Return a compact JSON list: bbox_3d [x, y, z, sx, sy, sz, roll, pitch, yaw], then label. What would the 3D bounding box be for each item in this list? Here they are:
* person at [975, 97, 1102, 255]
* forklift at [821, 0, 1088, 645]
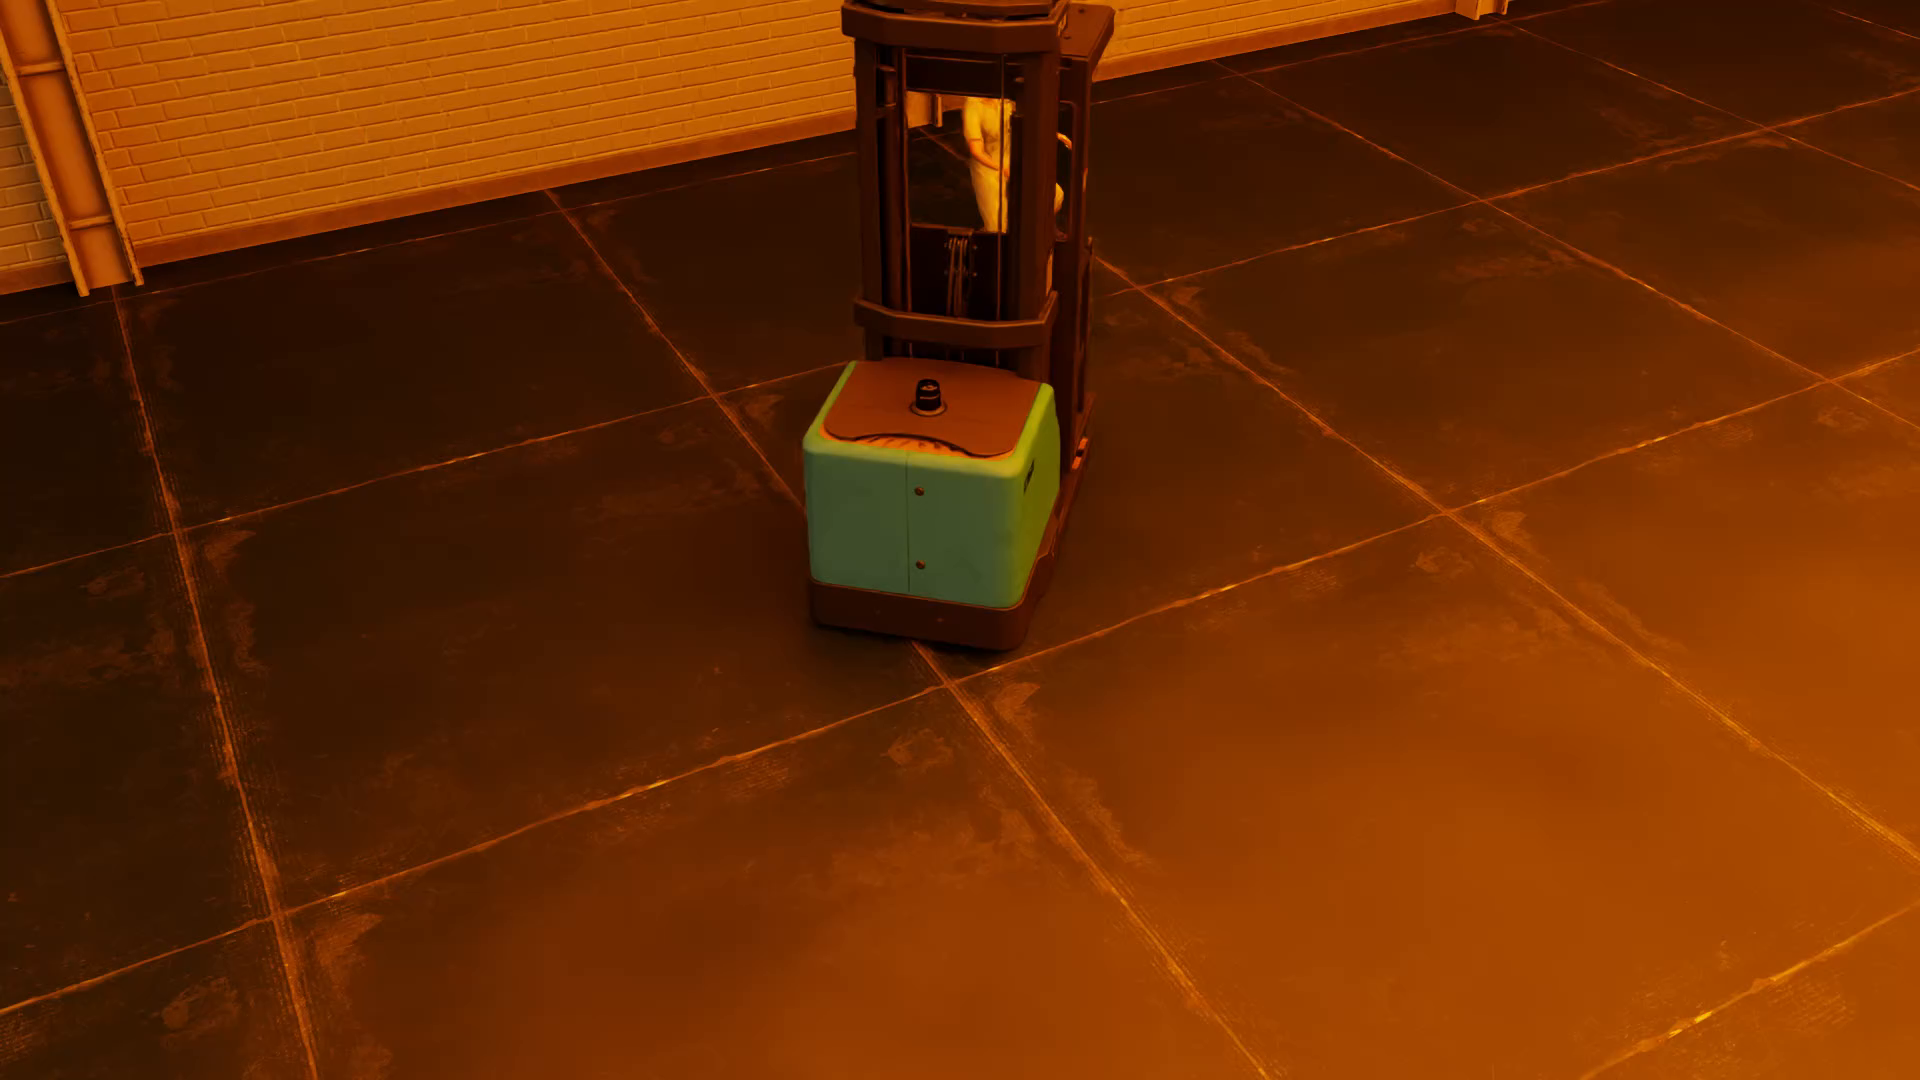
[{"bbox_3d":[0.409,-2.358,10.745,0.958,1.446,0.679,-22,41,-28],"label":"person"},{"bbox_3d":[0.031,-1.535,8.295,1.130,2.935,3.031,3,35,5],"label":"forklift"}]
